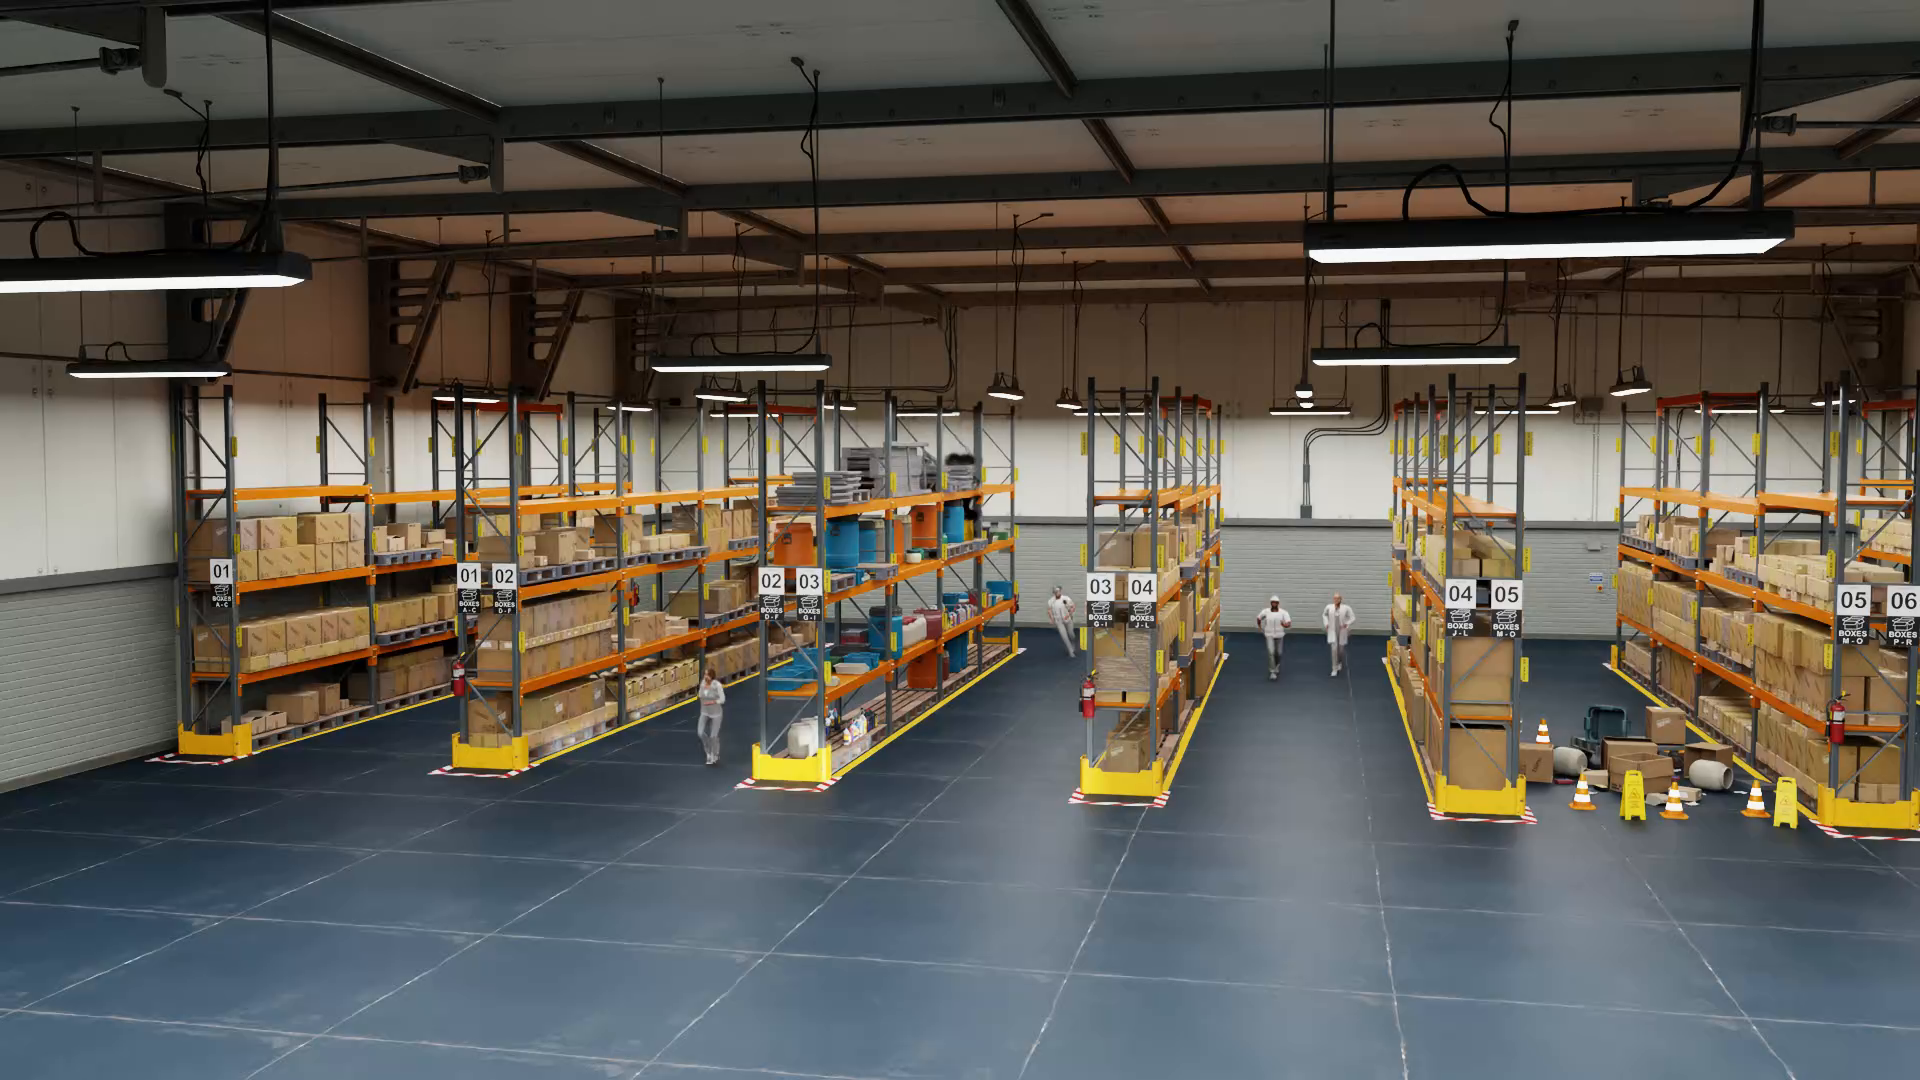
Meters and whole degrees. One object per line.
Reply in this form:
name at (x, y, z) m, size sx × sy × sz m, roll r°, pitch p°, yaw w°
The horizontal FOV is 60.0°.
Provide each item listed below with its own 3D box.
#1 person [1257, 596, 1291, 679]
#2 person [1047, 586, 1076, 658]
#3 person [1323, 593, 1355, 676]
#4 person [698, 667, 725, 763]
person at (6.801, 2.083, 35.975) m, size 0.704 × 1.745 × 0.992 m, roll 0°, pitch 3°, yaw 3°
person at (2.440, 1.931, 39.850) m, size 0.727 × 1.698 × 0.901 m, roll 0°, pitch 3°, yaw 2°
person at (8.303, 2.053, 36.481) m, size 0.700 × 1.783 × 0.966 m, roll 1°, pitch 3°, yaw 16°
person at (-3.905, 2.749, 26.067) m, size 0.507 × 1.546 × 0.681 m, roll 1°, pitch 3°, yaw 12°
